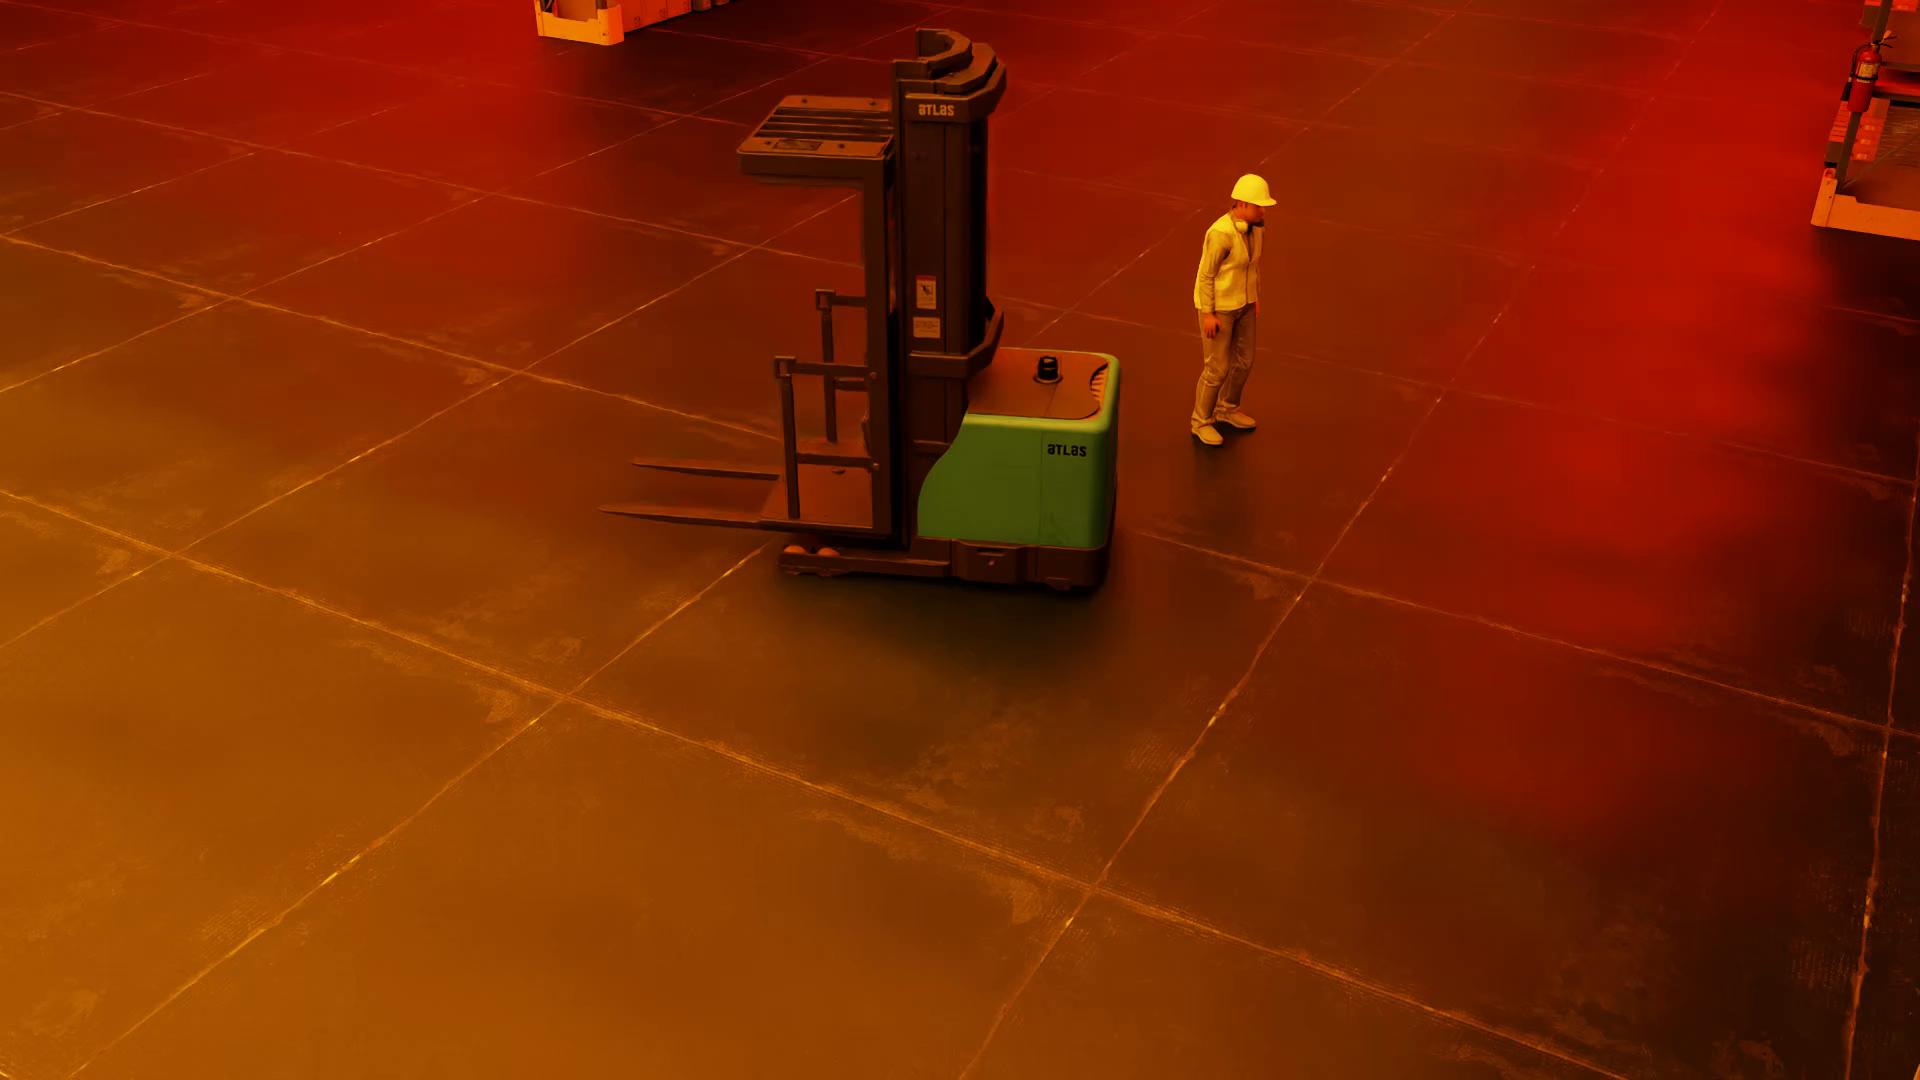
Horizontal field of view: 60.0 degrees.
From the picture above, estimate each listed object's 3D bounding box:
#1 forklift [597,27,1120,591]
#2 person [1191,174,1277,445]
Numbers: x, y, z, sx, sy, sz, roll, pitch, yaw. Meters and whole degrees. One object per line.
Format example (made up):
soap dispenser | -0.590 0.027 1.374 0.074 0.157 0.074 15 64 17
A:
forklift | -0.611 -1.309 9.339 3.031 2.935 1.130 4 30 8
person | 1.778 -1.534 10.892 0.580 1.769 0.467 -26 39 -37
